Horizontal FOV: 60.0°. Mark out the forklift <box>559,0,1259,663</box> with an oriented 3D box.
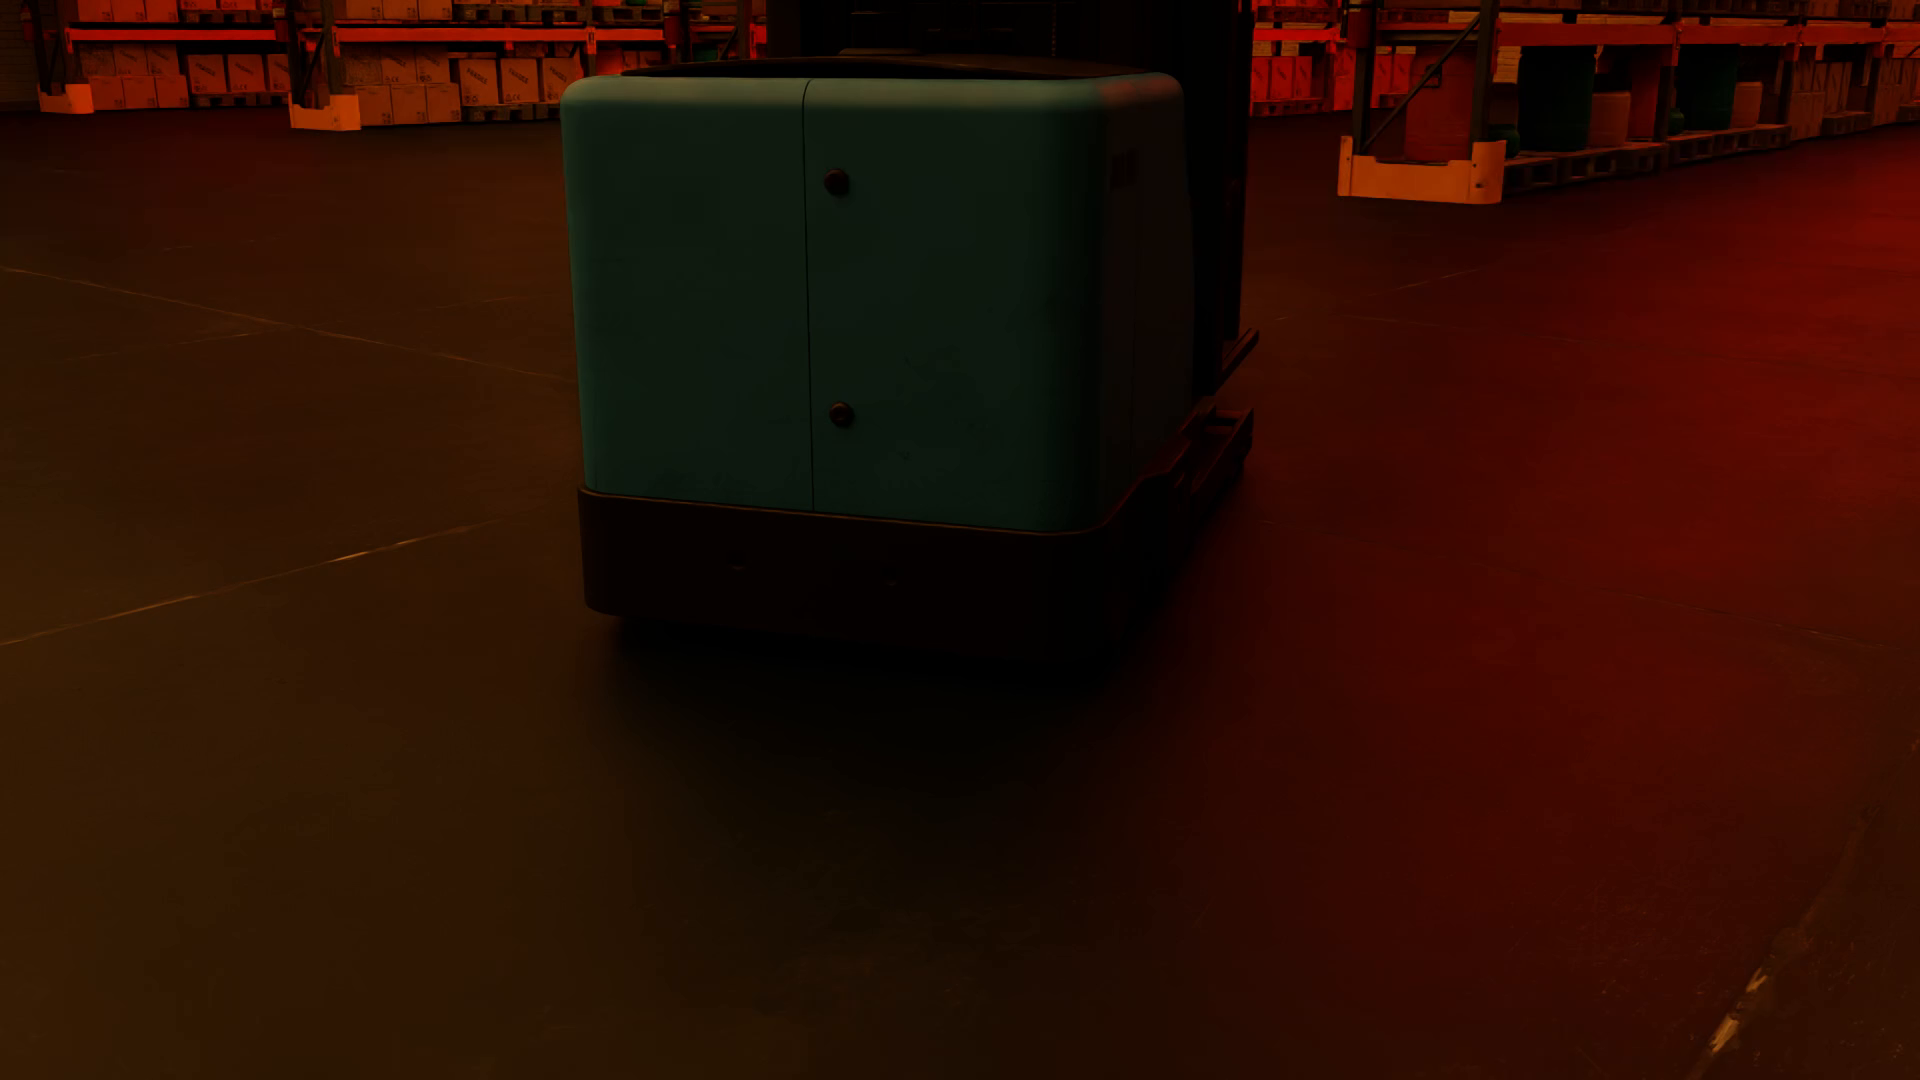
[{"bbox_3d":[0.182,-1.571,4.072,1.130,2.935,3.031,5,18,17],"label":"forklift"}]
